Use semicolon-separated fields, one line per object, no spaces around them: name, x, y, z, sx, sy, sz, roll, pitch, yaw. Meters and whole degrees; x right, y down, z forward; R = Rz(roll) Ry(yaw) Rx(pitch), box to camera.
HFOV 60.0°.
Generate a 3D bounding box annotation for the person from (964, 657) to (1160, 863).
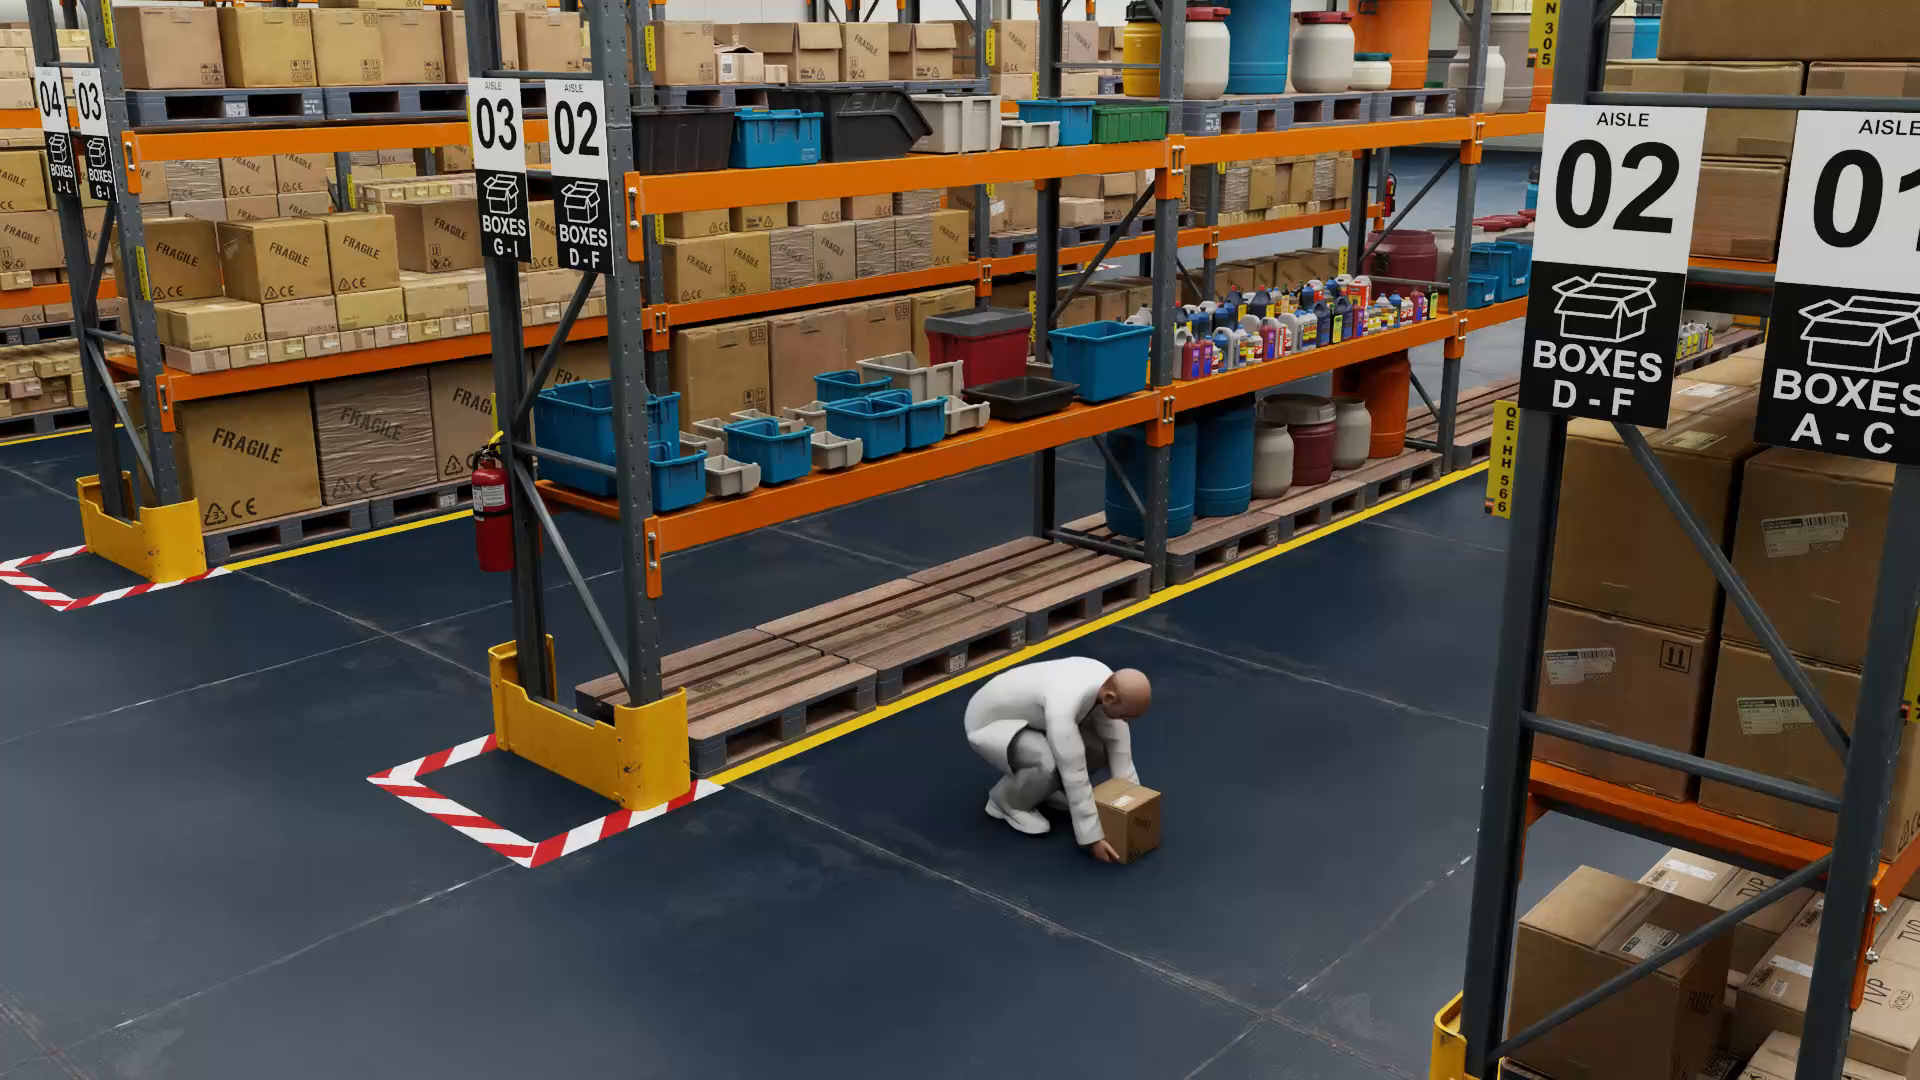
person;0.430;0.944;7.346;0.917;0.854;0.580;14;22;39
